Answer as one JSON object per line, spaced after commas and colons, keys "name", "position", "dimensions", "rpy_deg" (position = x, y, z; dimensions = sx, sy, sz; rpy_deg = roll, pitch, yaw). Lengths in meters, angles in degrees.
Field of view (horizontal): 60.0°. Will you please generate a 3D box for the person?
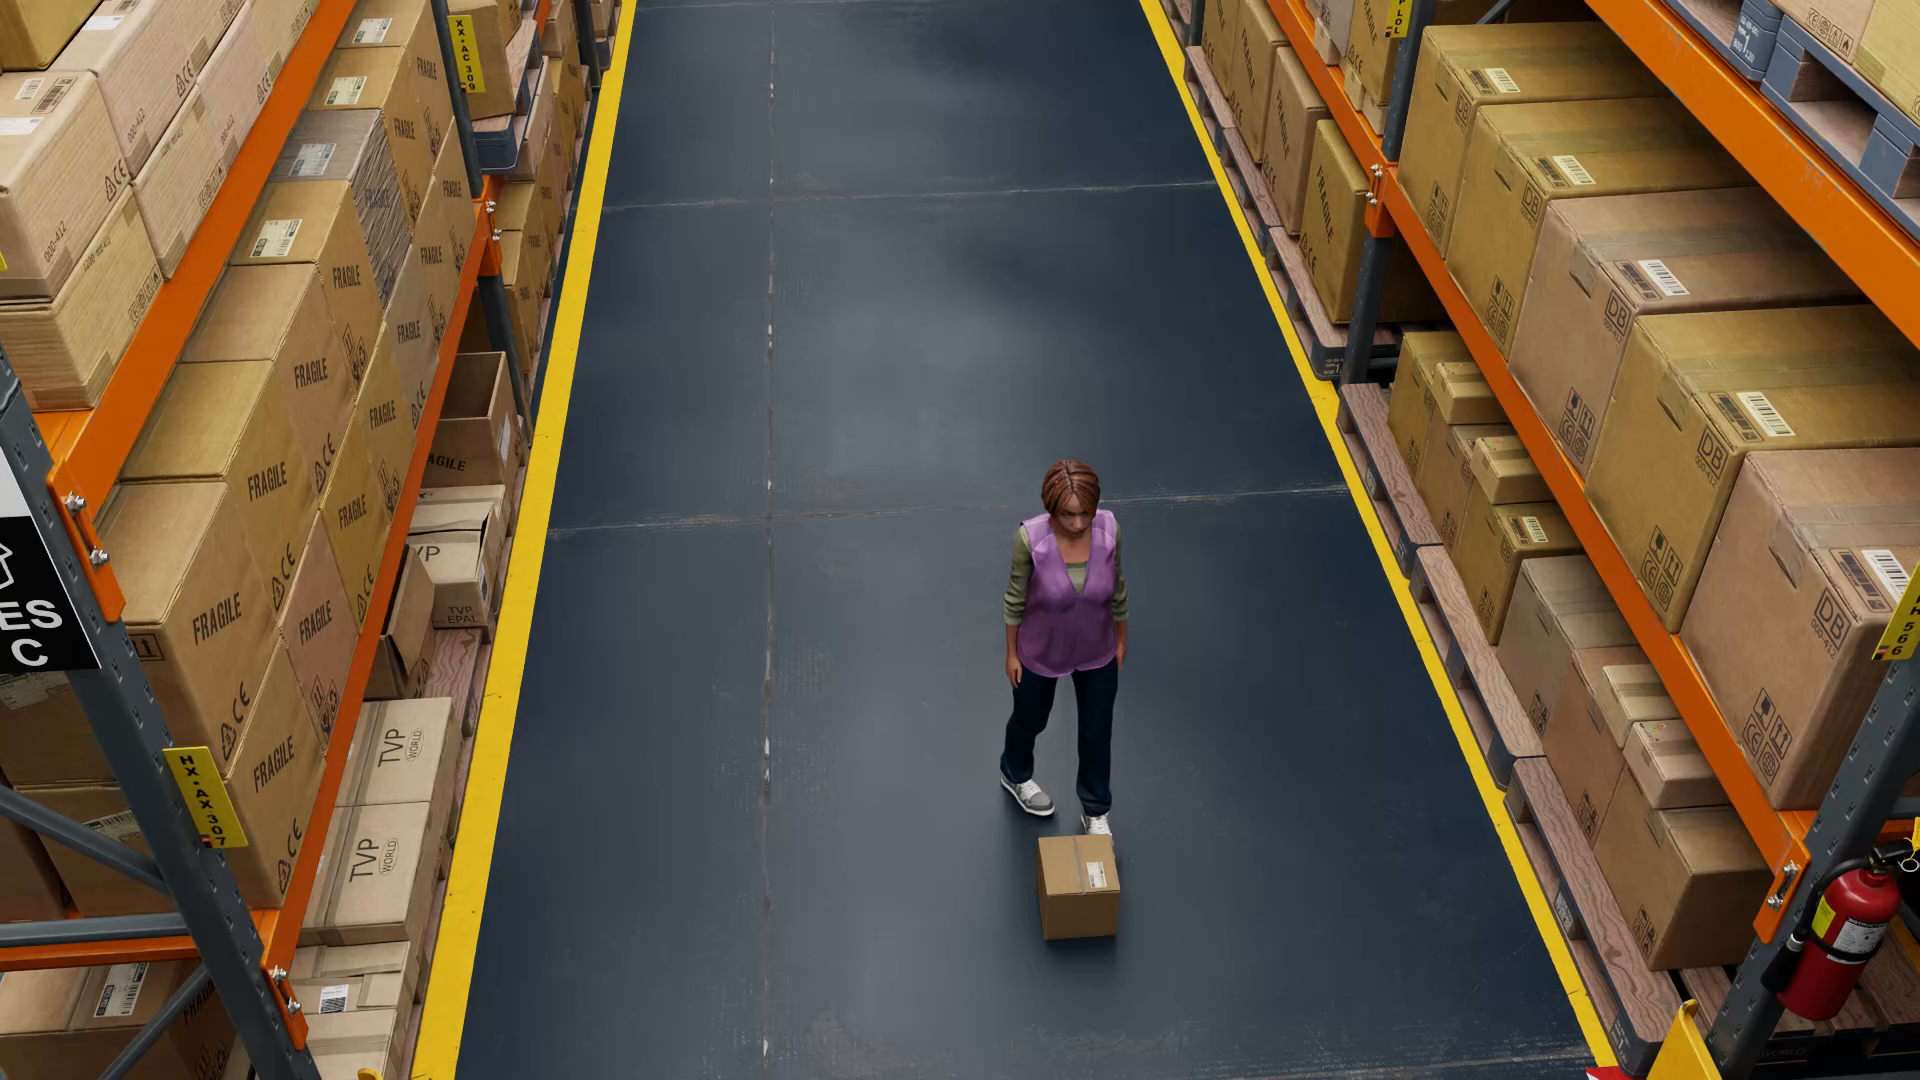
{"name": "person", "position": [0.374, 0.415, 5.665], "dimensions": [0.433, 1.593, 0.528], "rpy_deg": [-7, 40, -9]}
